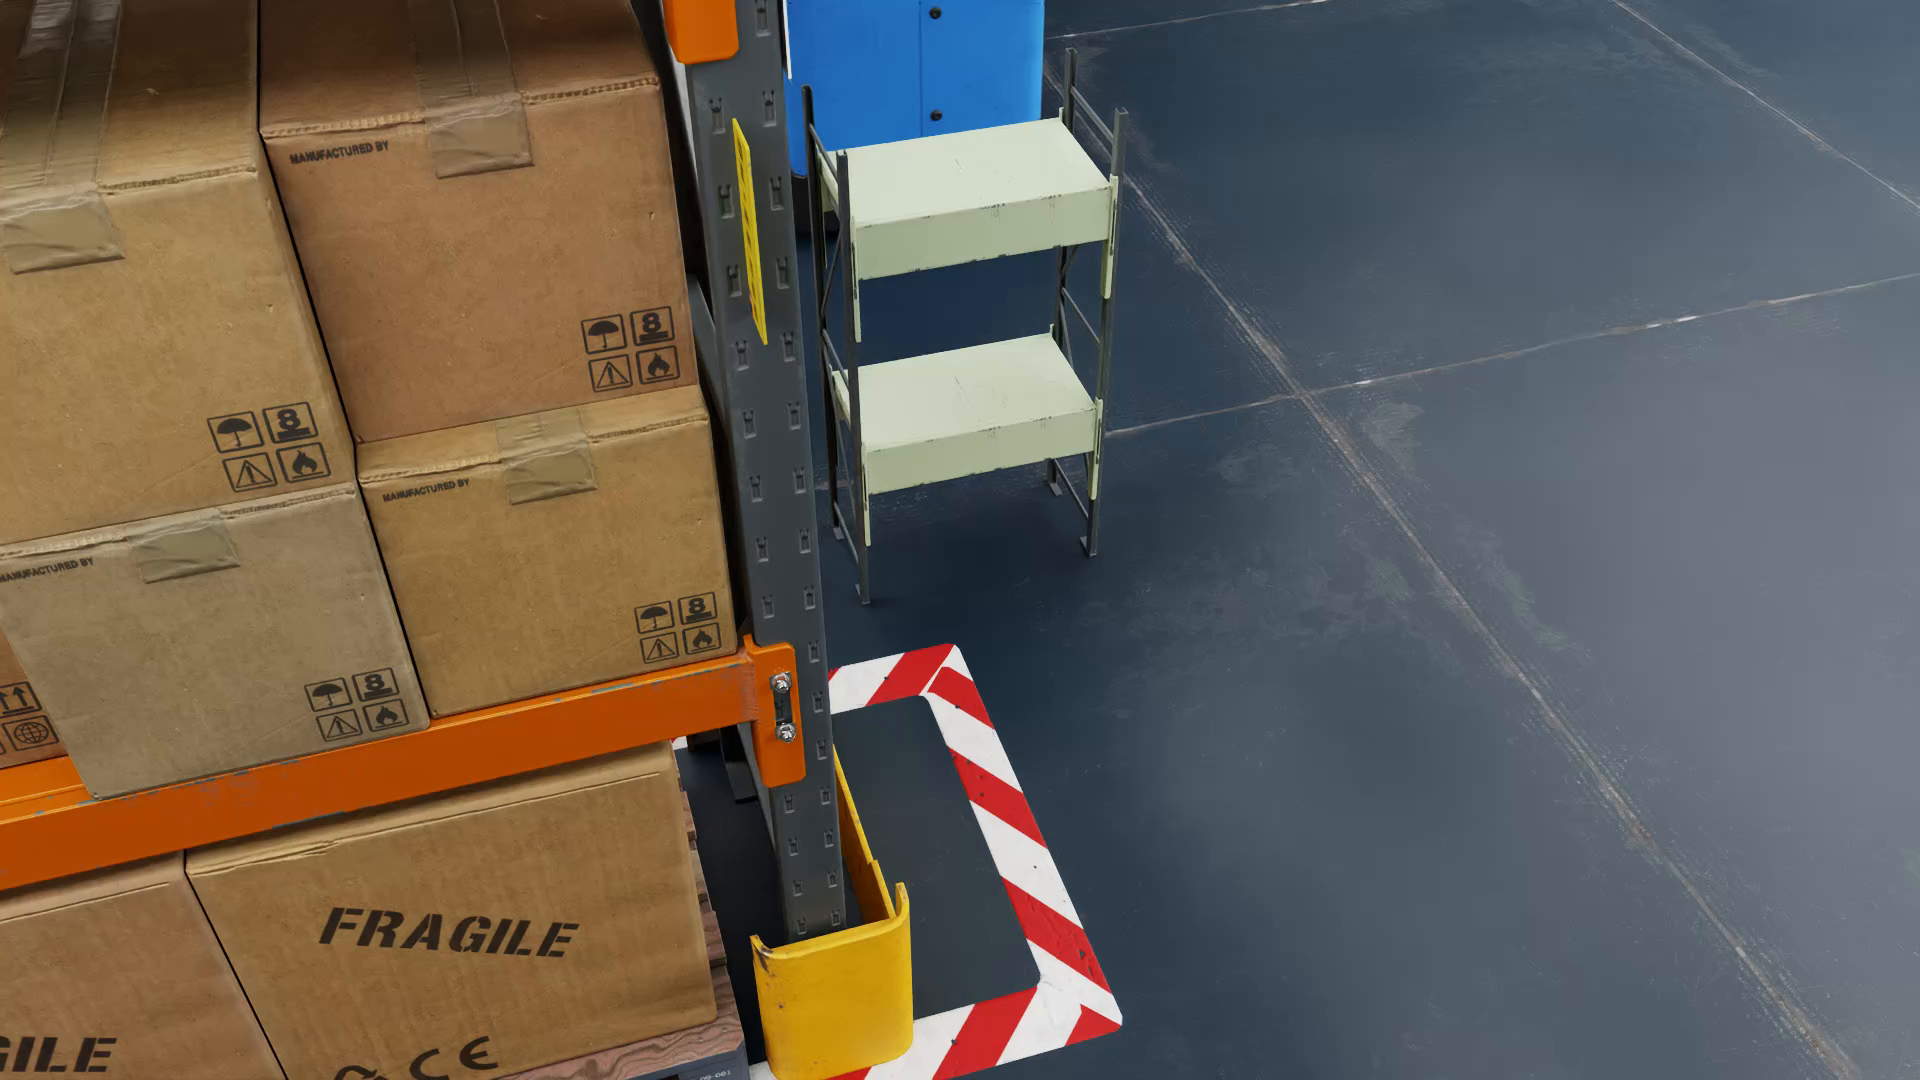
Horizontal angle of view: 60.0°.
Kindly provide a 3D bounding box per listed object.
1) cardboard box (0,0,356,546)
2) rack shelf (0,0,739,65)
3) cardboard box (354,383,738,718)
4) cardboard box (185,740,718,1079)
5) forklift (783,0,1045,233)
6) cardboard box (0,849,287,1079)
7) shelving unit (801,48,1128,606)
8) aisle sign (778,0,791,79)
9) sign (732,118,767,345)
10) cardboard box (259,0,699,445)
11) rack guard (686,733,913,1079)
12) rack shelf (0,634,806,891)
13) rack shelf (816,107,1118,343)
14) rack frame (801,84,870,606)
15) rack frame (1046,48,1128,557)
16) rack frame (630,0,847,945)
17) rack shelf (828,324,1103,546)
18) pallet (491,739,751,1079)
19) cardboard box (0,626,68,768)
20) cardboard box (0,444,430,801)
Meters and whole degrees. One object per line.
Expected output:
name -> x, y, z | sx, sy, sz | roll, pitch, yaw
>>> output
cardboard box -> -1.318, -0.510, 2.619 | 0.550, 0.550, 0.875 | -12, 42, -13
rack shelf -> -2.363, -0.726, 2.068 | 4.000, 0.370, 1.077 | -12, 42, -13
cardboard box -> -0.796, -0.217, 3.104 | 0.550, 0.550, 0.875 | -12, 42, -13
cardboard box -> -1.082, 0.555, 3.630 | 0.875, 0.875, 0.875 | -11, 42, -13
forklift -> -0.573, -3.287, 6.785 | 1.130, 2.935, 3.031 | -11, 42, -12
cardboard box -> -1.921, 0.730, 3.430 | 0.875, 0.875, 0.875 | -12, 43, -14
shelving unit -> 0.006, -0.566, 4.758 | 0.755, 1.500, 0.431 | -12, 42, -13
aisle sign -> -0.297, -1.067, 2.216 | 0.004, 0.787, 0.394 | -12, 42, -13
sign -> -0.305, -0.444, 2.419 | 0.005, 0.325, 0.100 | -12, 42, -13
cardboard box -> -0.821, -0.676, 2.810 | 0.550, 0.550, 0.875 | -12, 42, -13
rack guard -> -0.432, 0.674, 4.098 | 0.348, 0.500, 1.175 | -12, 42, -13
rack shelf -> -2.363, 0.404, 3.055 | 4.000, 0.370, 1.077 | -12, 42, -13
rack shelf -> 0.006, -0.860, 4.501 | 0.720, 0.370, 0.431 | -12, 42, -13
rack frame -> -0.343, -0.494, 4.675 | 0.023, 1.500, 0.400 | -12, 42, -13
rack frame -> 0.355, -0.638, 4.841 | 0.023, 1.500, 0.400 | -12, 42, -13
rack frame -> -0.455, -0.262, 3.270 | 0.127, 3.000, 1.000 | -12, 42, -13
rack shelf -> 0.006, -0.321, 4.973 | 0.720, 0.370, 0.431 | -12, 42, -13
pallet -> -1.194, 0.995, 3.951 | 1.213, 0.211, 1.003 | -12, 42, -13
cardboard box -> -1.885, -0.063, 2.928 | 0.550, 0.550, 0.875 | -12, 42, -13
cardboard box -> -1.314, -0.095, 2.964 | 0.550, 0.550, 0.875 | -12, 42, -13
